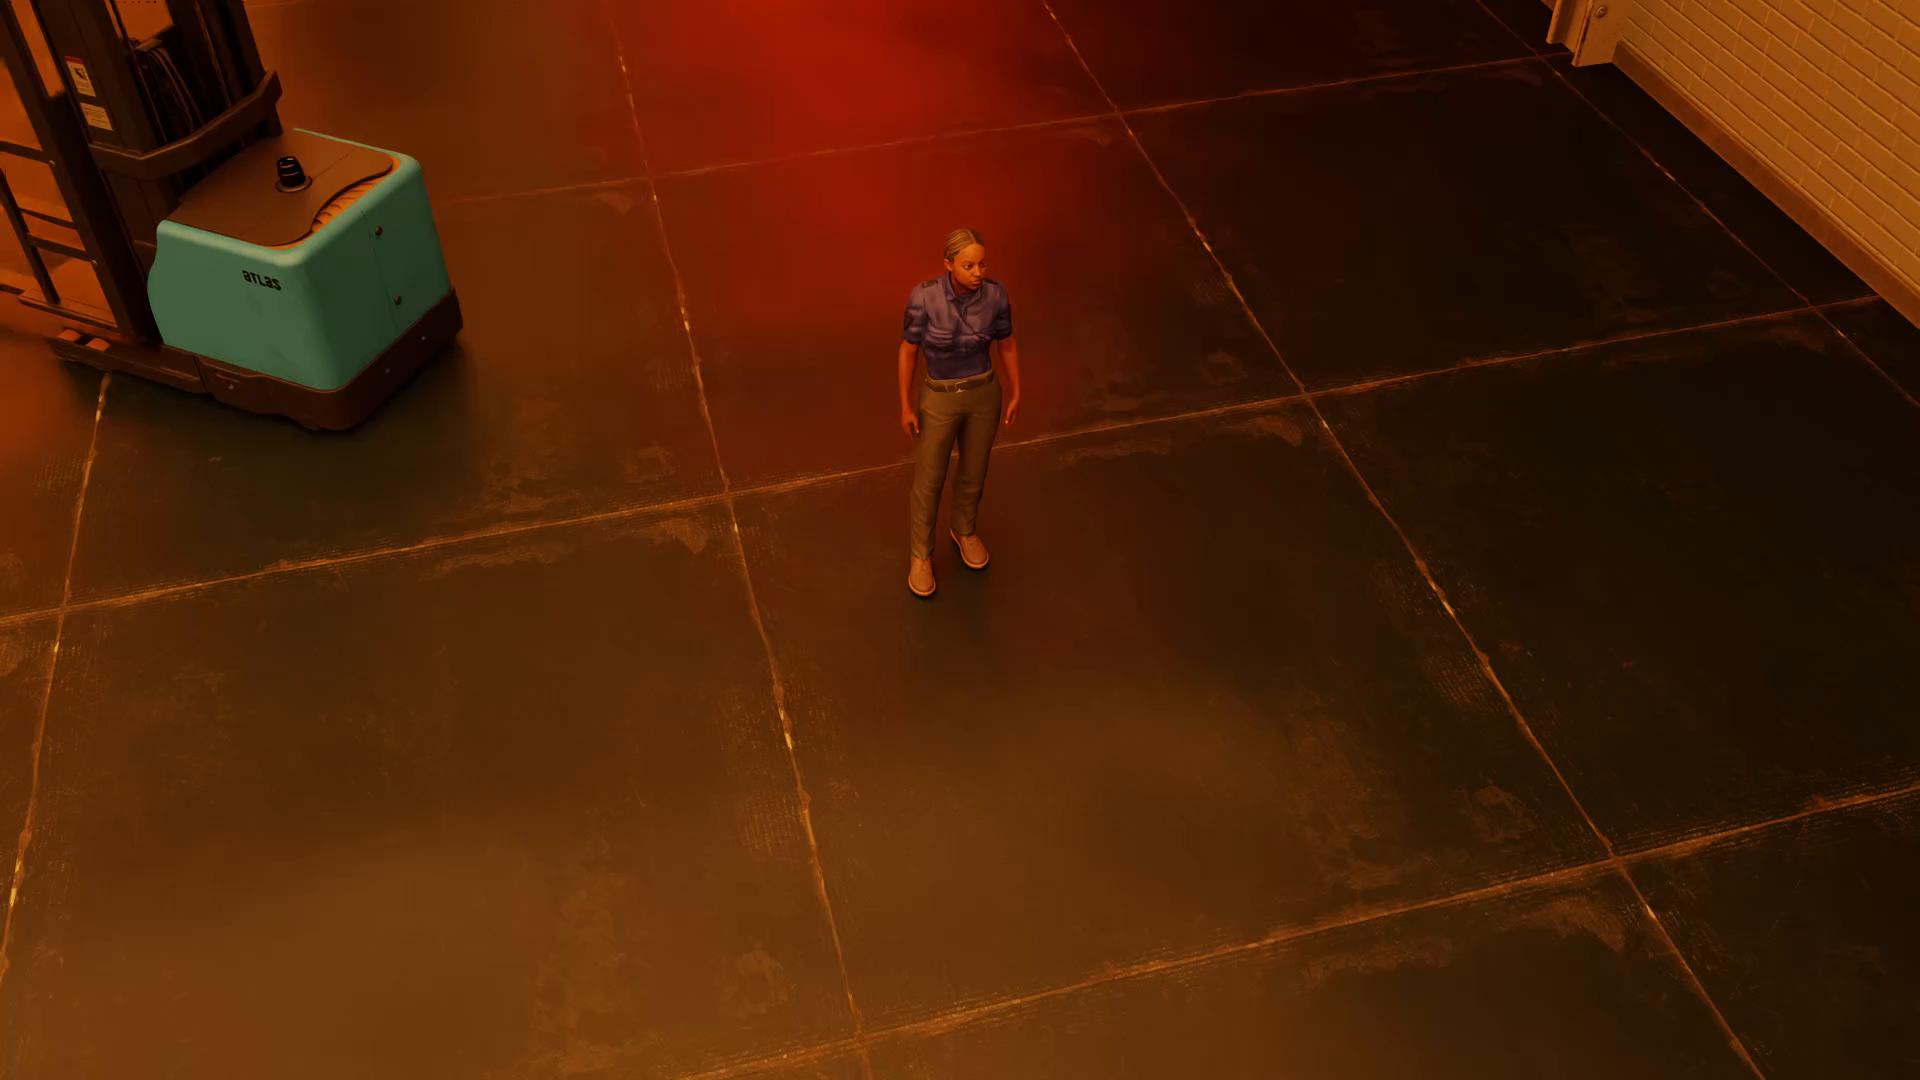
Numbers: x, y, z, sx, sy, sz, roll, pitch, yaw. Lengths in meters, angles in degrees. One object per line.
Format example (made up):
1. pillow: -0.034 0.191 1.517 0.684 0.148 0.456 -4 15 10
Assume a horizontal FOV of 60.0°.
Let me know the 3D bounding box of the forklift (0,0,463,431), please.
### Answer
1. forklift: -4.221 -2.270 8.047 3.031 2.935 1.130 16 46 16

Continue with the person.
1. person: 0.003 -0.545 7.140 0.569 1.656 0.503 -10 44 -11
